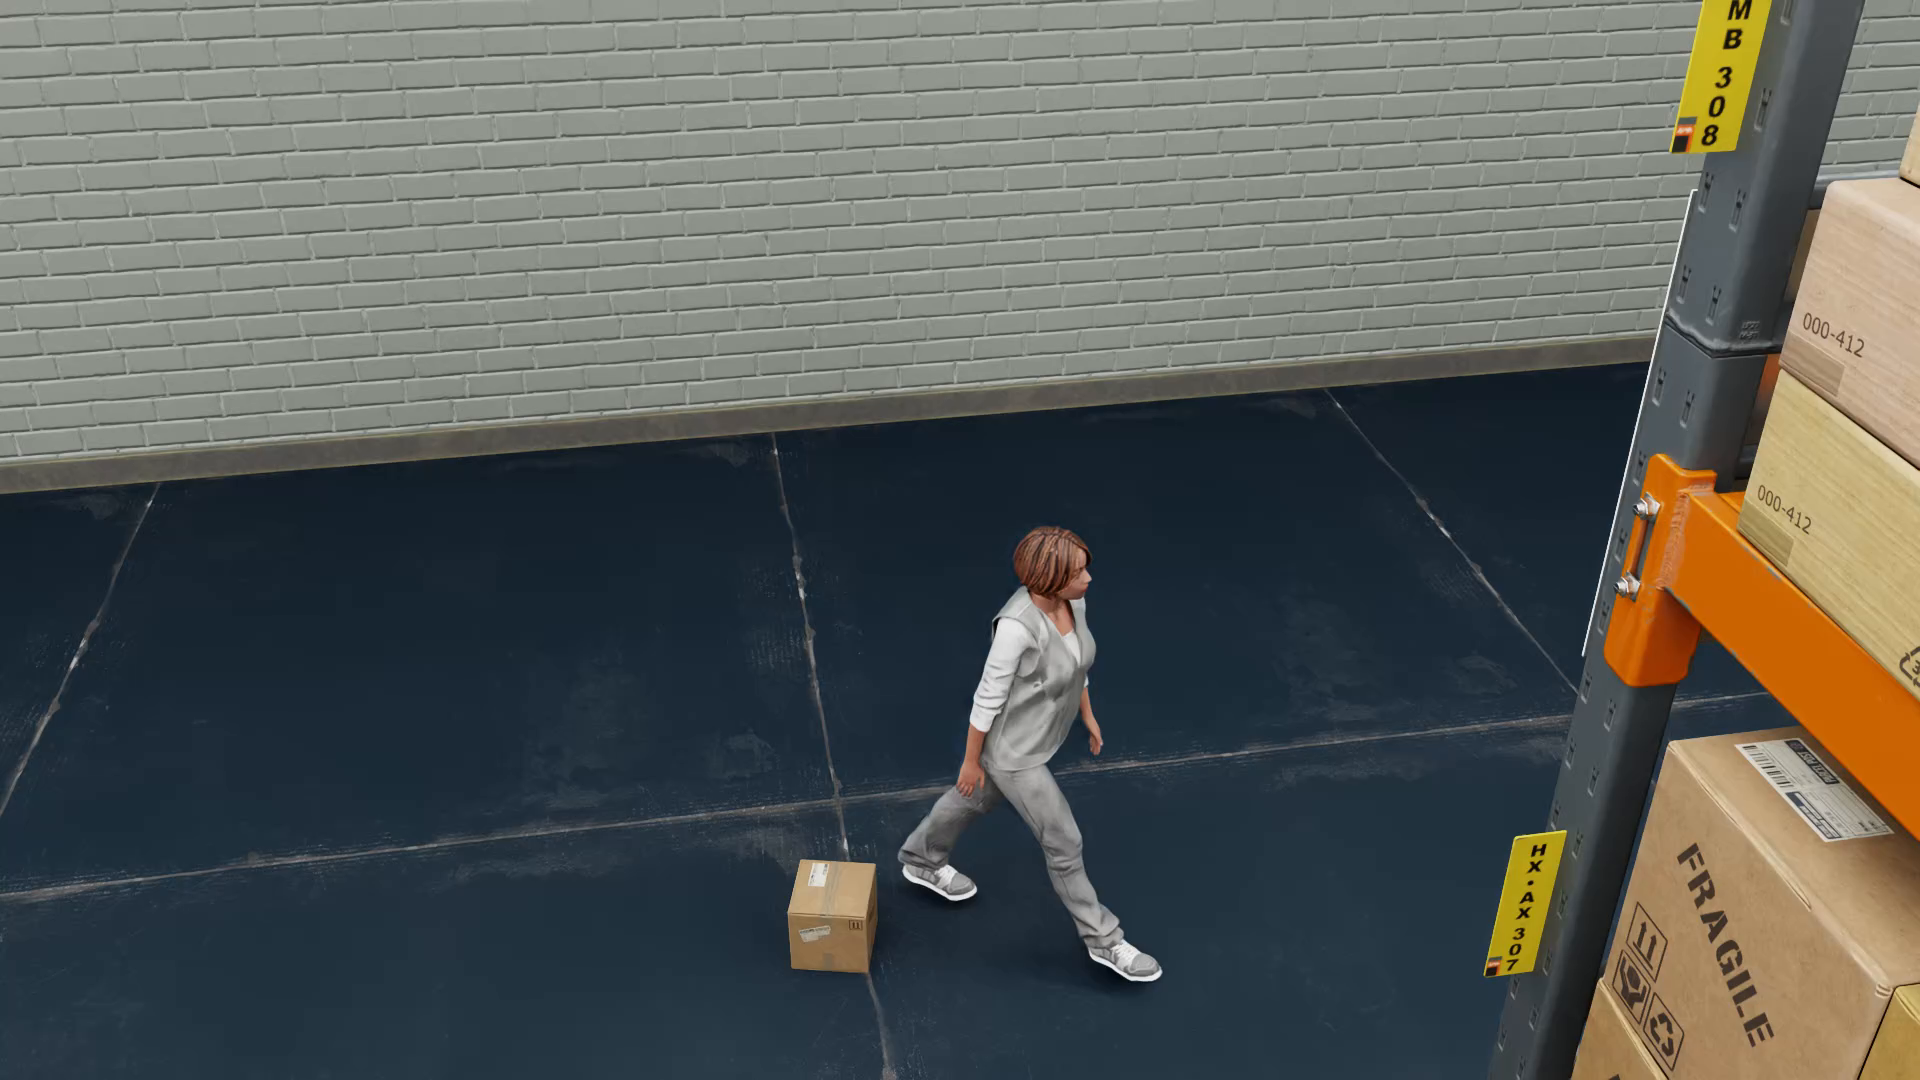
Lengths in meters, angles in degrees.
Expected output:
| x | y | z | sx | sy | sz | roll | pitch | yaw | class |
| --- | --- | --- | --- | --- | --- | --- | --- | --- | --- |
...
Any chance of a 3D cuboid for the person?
| x | y | z | sx | sy | sz | roll | pitch | yaw | class |
| --- | --- | --- | --- | --- | --- | --- | --- | --- | --- |
| 0.238 | 0.601 | 5.137 | 0.971 | 1.523 | 0.445 | 13 | 33 | 20 | person |
